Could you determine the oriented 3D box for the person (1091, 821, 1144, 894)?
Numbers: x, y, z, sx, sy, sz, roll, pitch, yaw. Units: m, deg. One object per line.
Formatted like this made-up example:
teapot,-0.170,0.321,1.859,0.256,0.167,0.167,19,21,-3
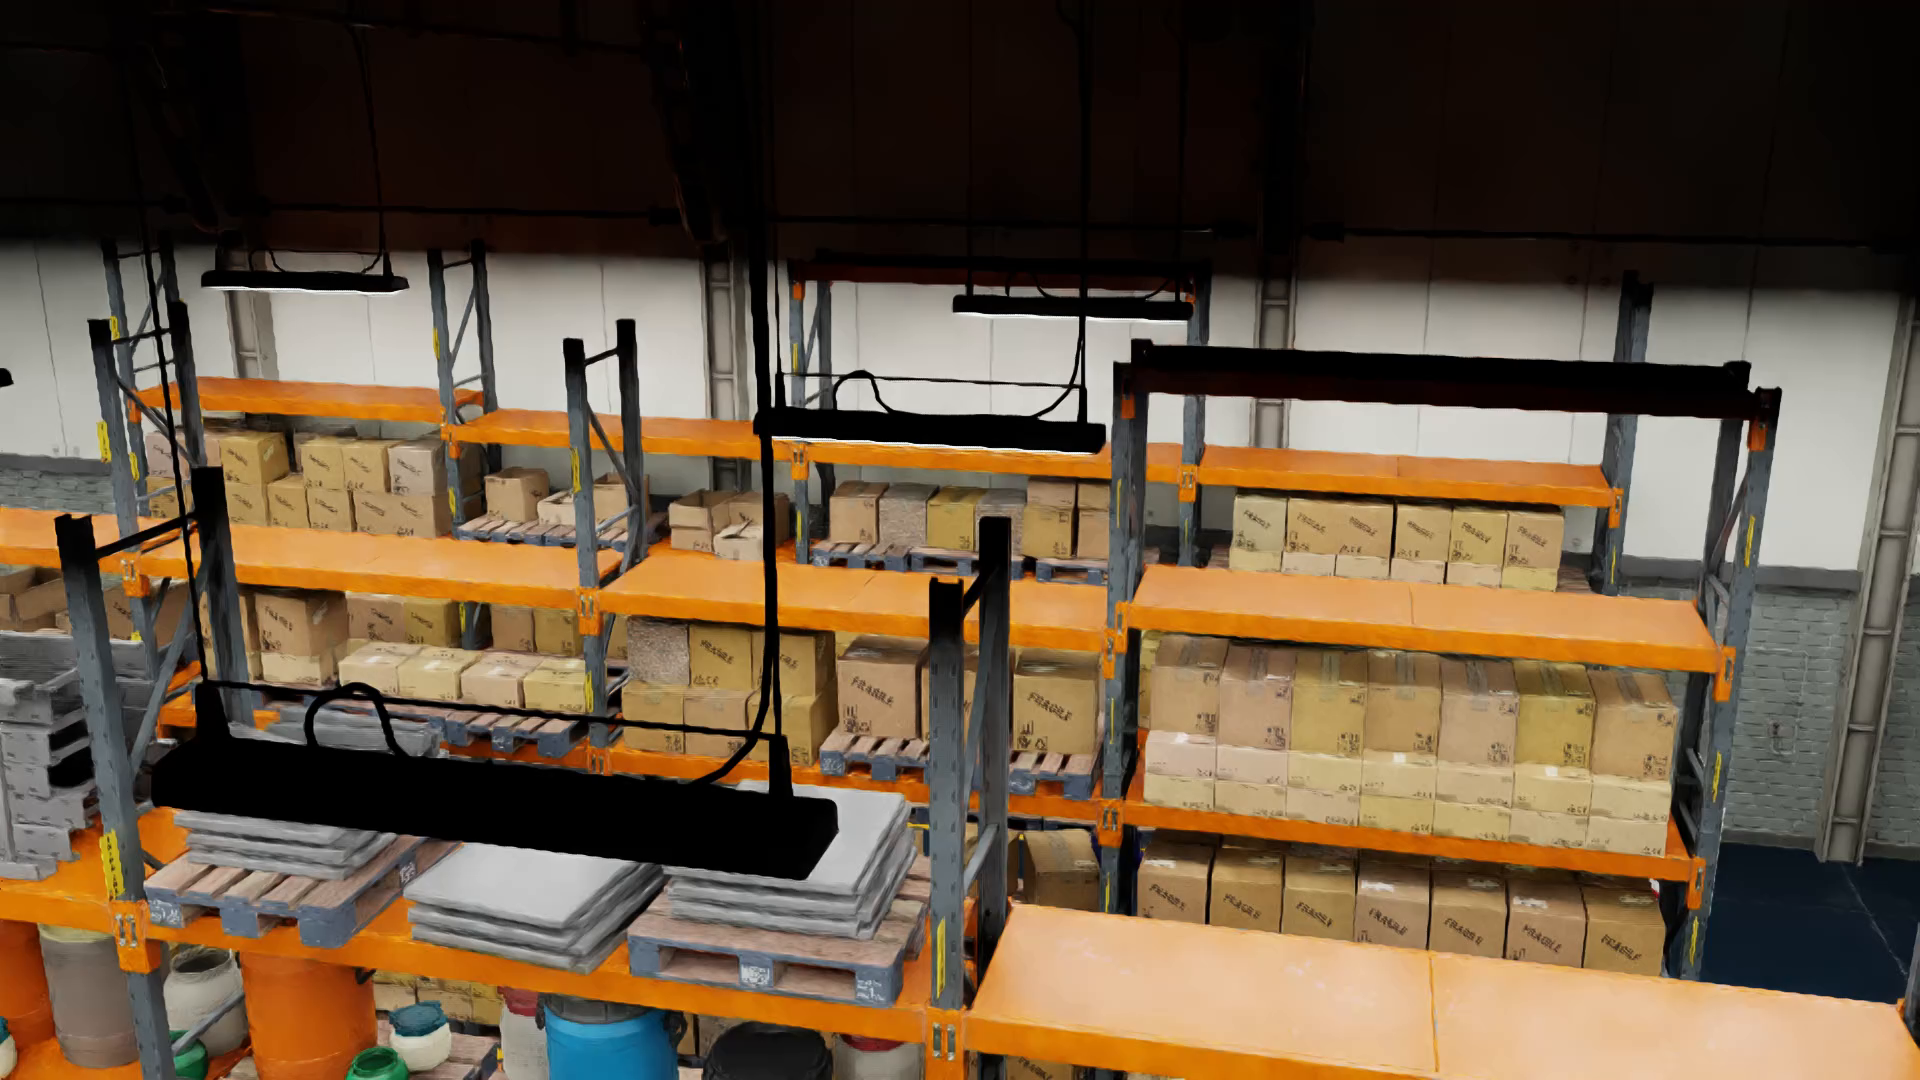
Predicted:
person,1.516,2.710,16.258,1.001,1.590,0.491,3,17,11
